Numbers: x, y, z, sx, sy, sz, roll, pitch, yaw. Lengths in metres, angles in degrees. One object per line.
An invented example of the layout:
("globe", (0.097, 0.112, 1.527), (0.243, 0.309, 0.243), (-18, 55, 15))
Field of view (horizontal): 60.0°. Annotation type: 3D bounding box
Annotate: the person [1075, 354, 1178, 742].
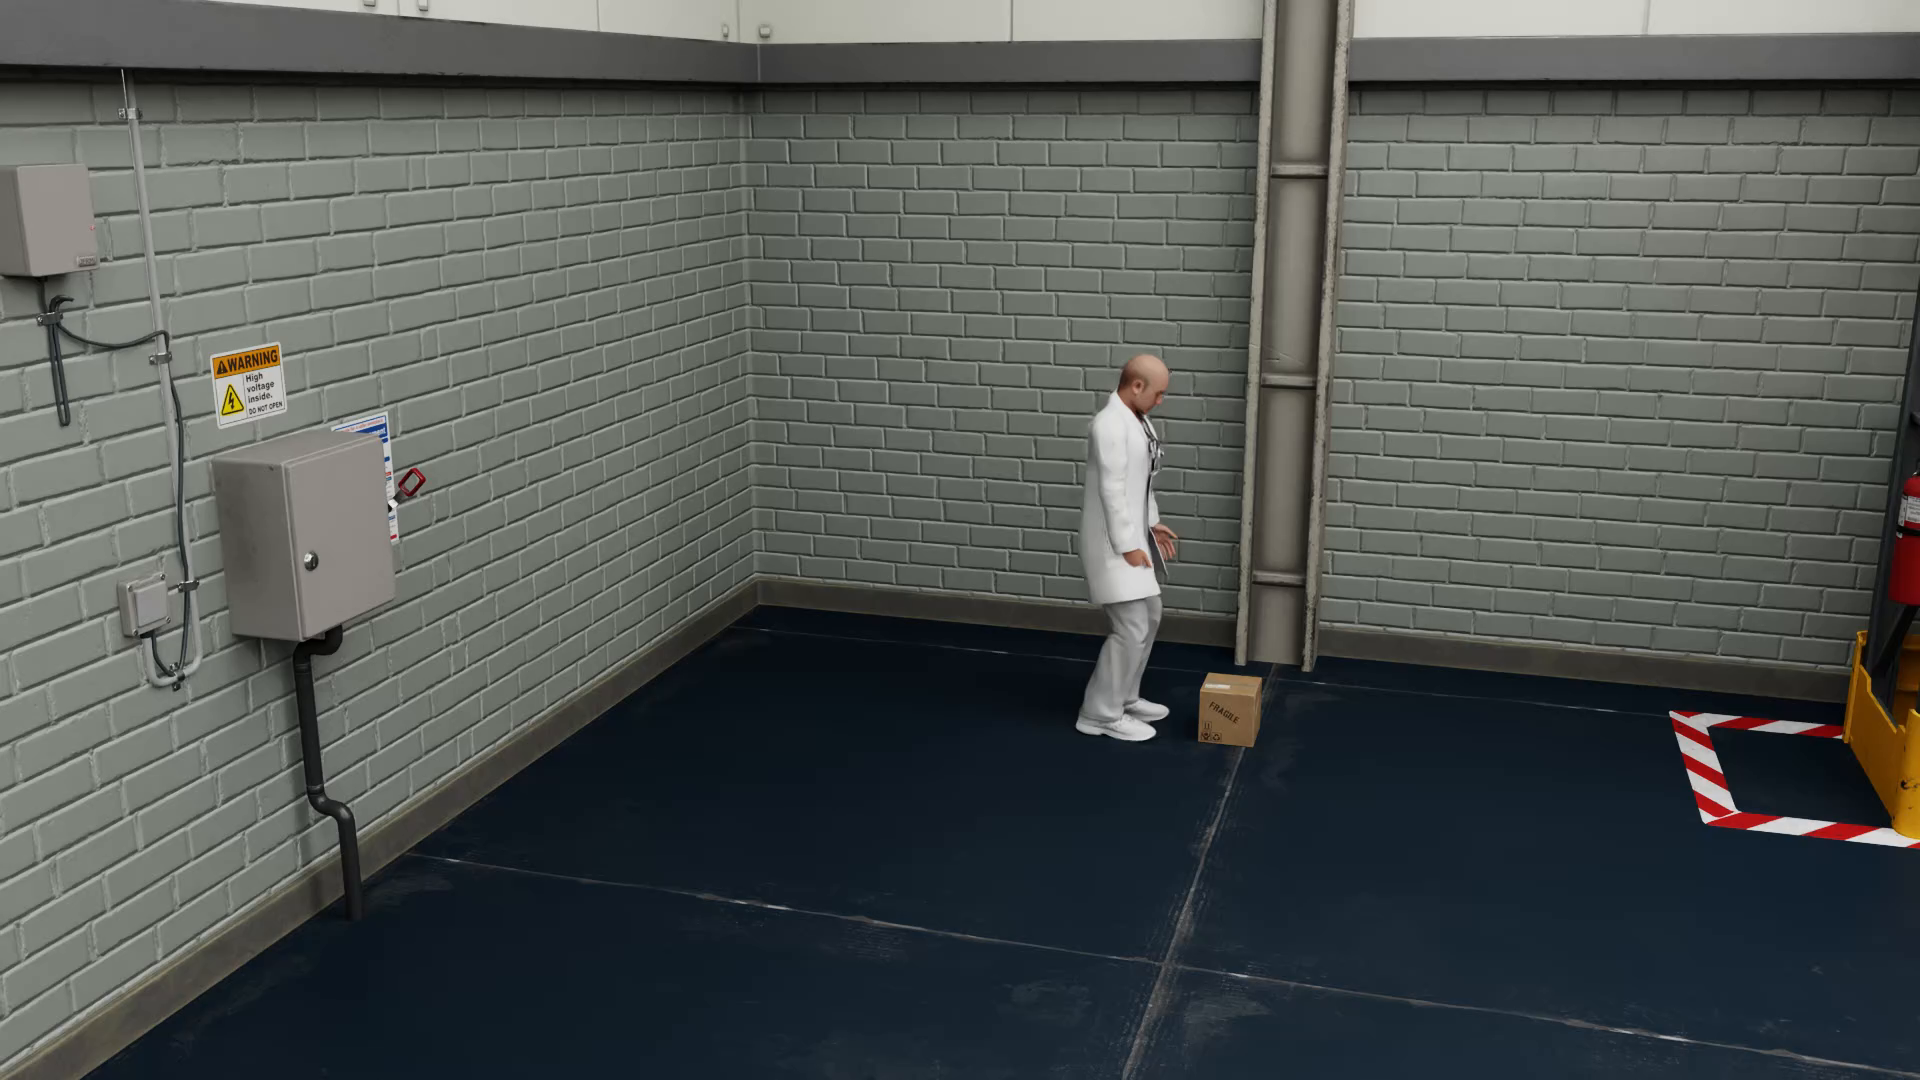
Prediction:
("person", (0.758, 0.018, 7.562), (0.401, 1.745, 0.583), (5, 16, 17))
